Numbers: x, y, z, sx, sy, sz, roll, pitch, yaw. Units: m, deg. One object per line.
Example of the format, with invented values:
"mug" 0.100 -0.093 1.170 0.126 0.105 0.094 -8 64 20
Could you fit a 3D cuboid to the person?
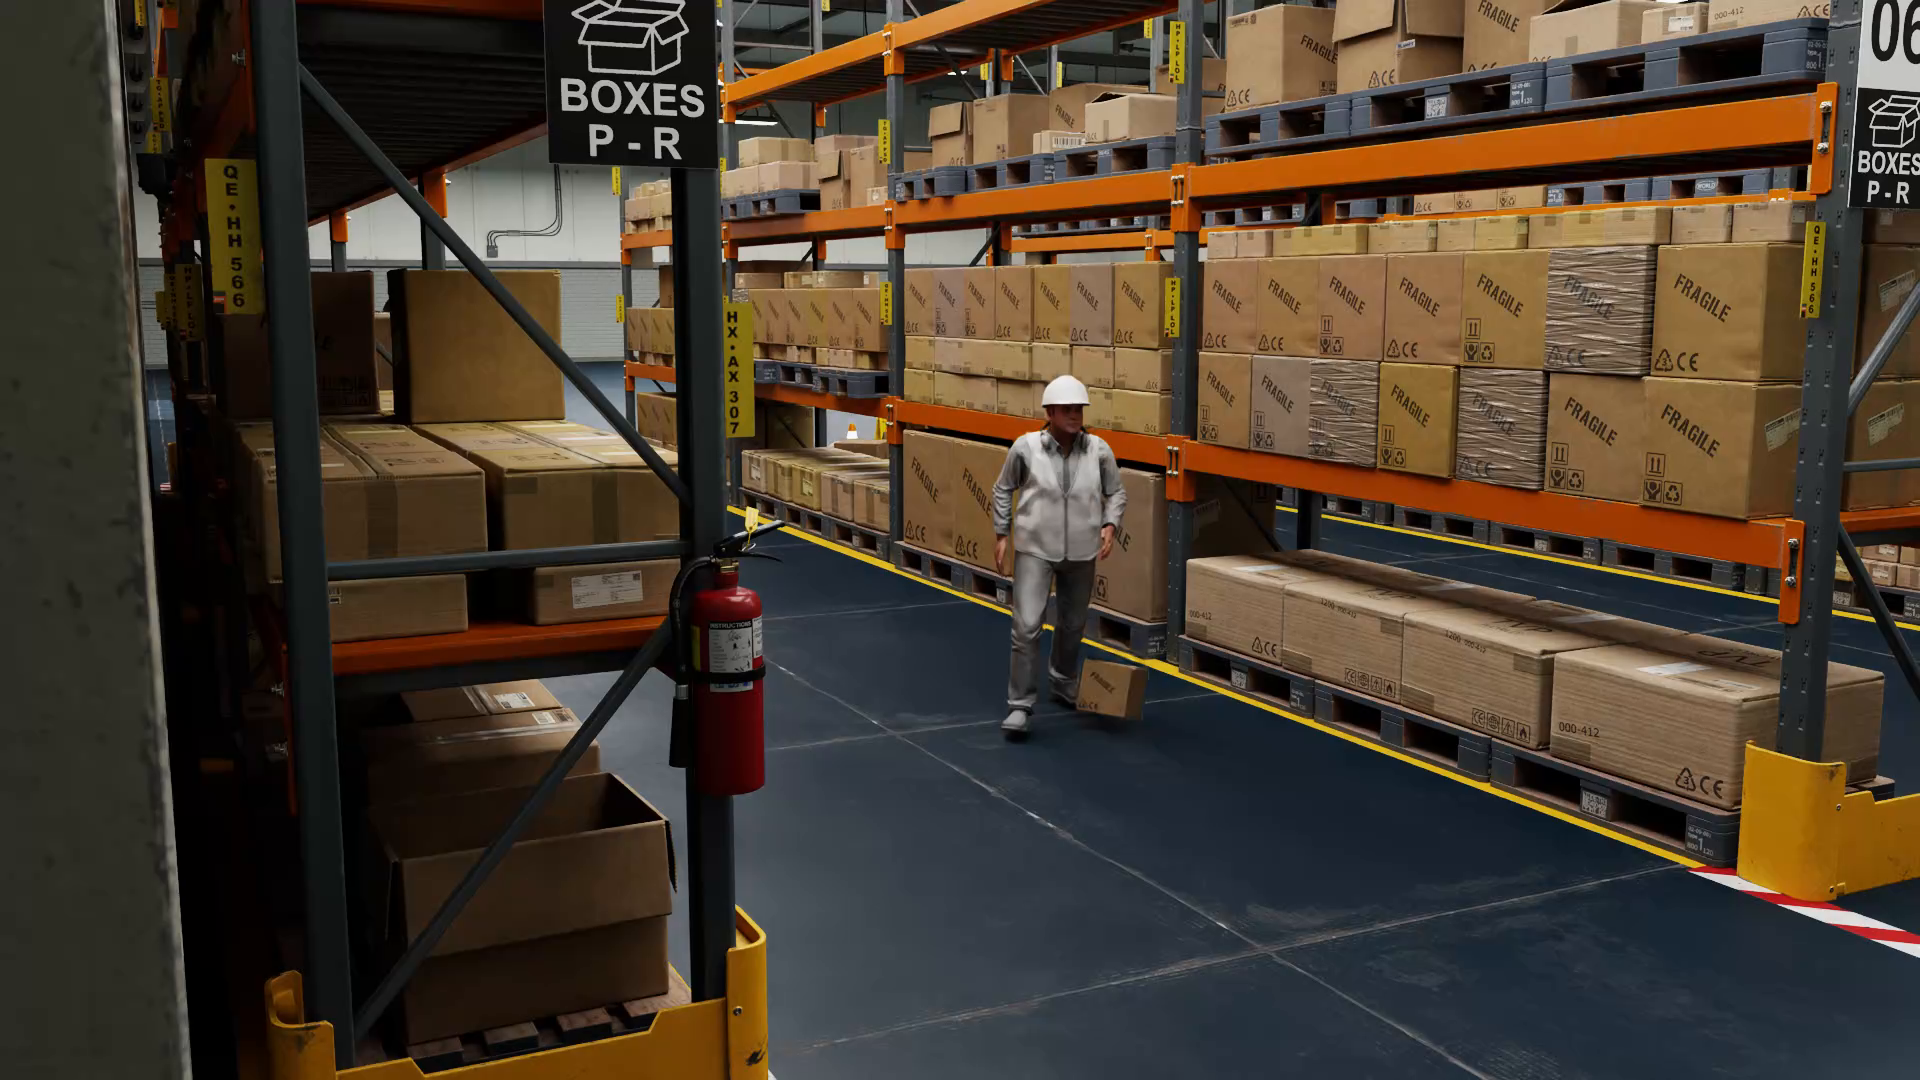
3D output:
"person" 0.463 0.041 8.227 0.685 1.718 0.835 -2 9 -12
